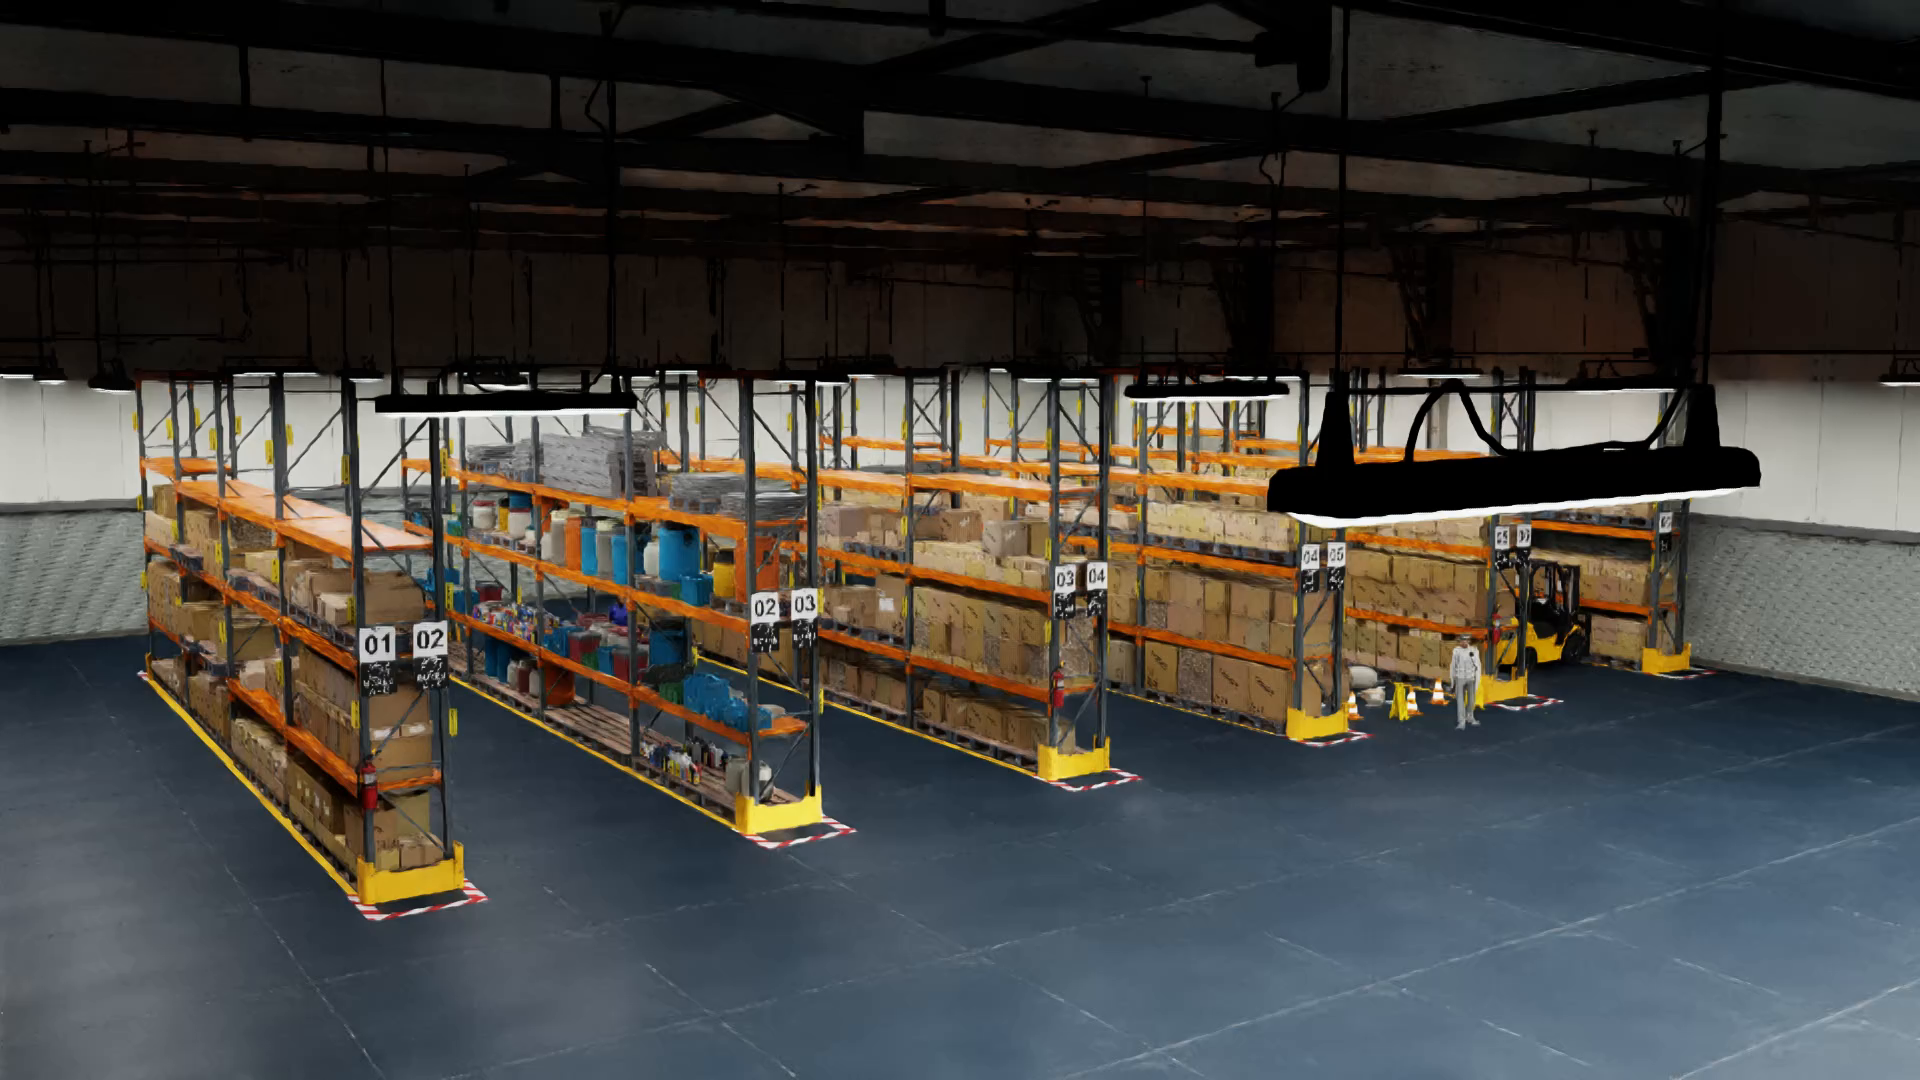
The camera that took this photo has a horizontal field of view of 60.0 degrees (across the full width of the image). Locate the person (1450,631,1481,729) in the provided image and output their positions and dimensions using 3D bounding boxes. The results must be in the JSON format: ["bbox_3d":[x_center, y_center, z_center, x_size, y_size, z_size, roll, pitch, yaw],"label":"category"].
[{"bbox_3d":[8.546,2.347,28.092,0.524,1.646,0.592,2,7,17],"label":"person"}]

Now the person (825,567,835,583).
[{"bbox_3d":[-3.606,0.348,45.752,0.511,1.658,0.594,3,7,21],"label":"person"}]

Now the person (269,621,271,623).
[{"bbox_3d":[-14.126,1.699,33.696,0.423,1.669,0.601,-1,7,-13],"label":"person"}]

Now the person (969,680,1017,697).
[{"bbox_3d":[0.580,2.017,30.545,0.527,1.727,1.032,-6,9,-42],"label":"person"}]

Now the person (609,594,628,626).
[{"bbox_3d":[-6.717,1.813,32.977,0.463,1.596,0.998,-4,8,-35],"label":"person"}]
